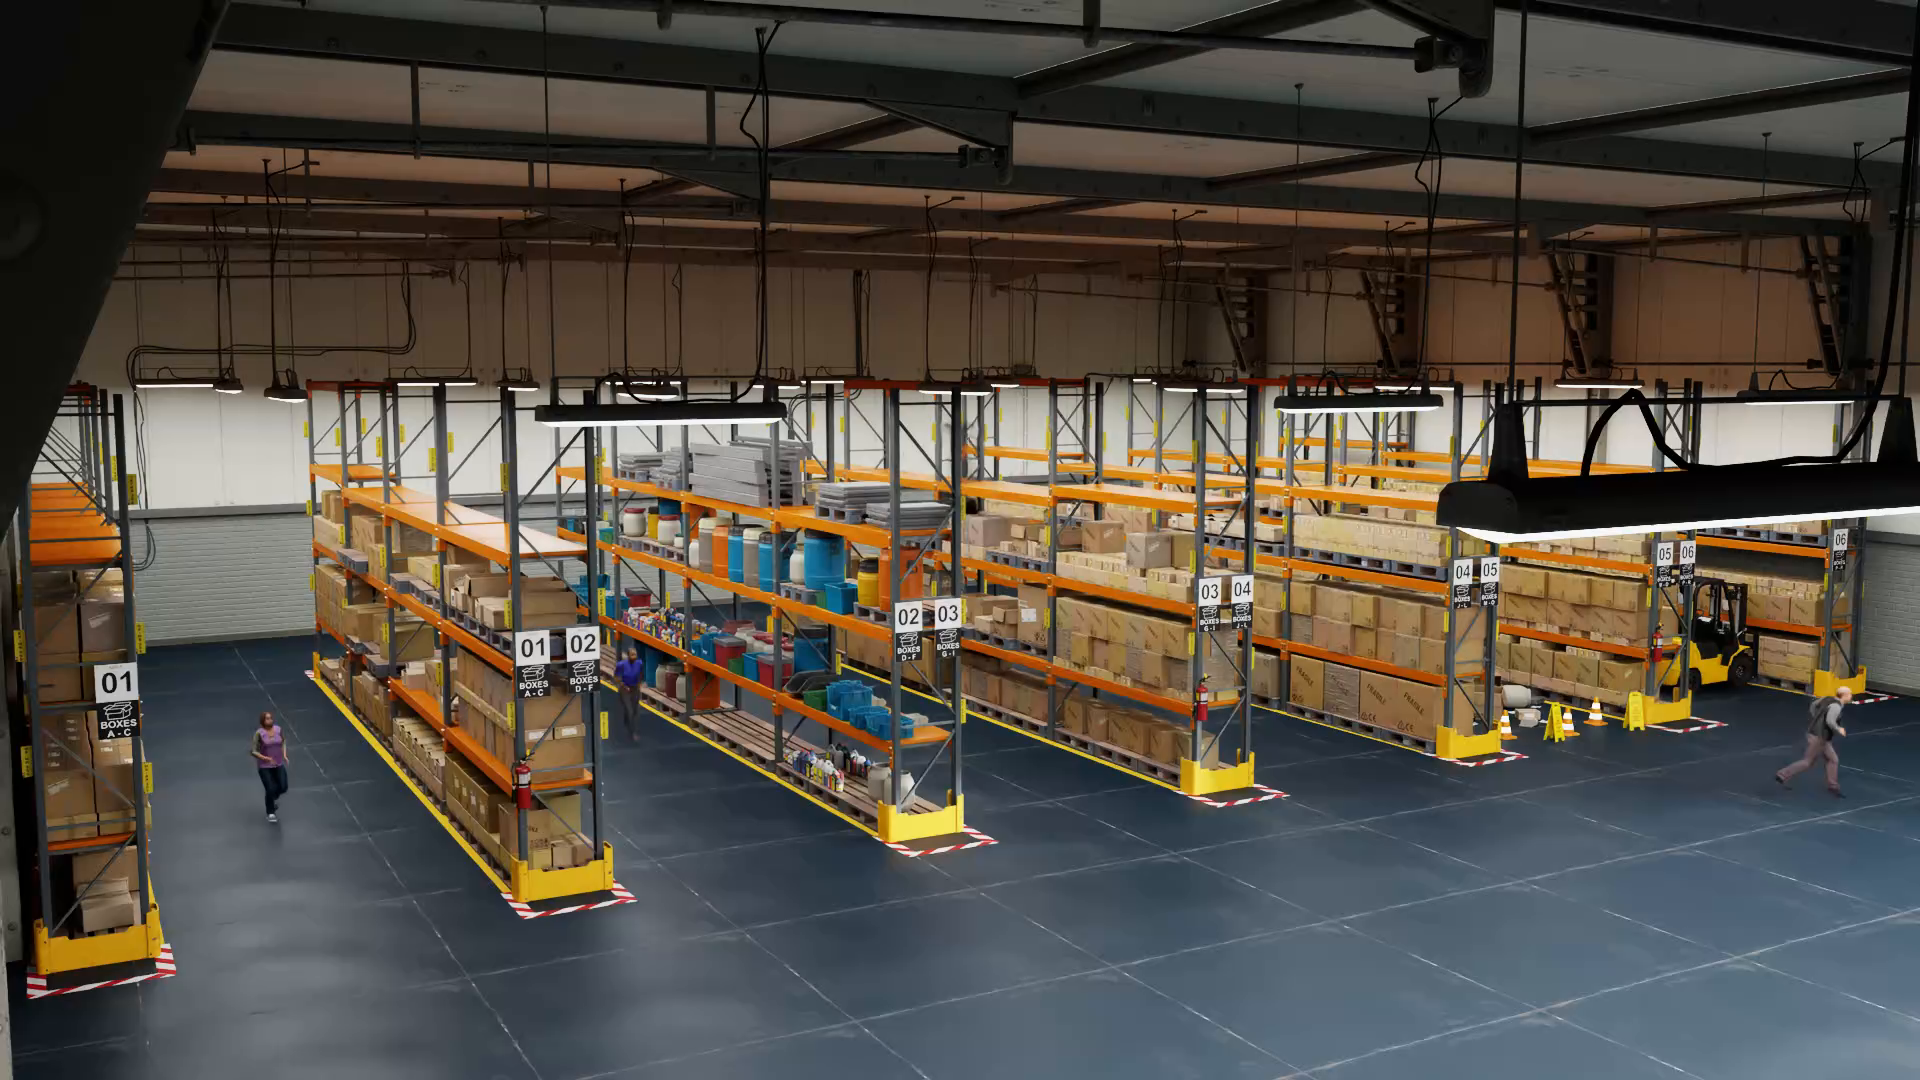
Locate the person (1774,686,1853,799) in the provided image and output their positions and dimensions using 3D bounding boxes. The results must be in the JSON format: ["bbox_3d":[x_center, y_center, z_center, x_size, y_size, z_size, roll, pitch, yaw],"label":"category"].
[{"bbox_3d":[12.484,2.949,24.341,1.009,1.680,0.697,1,6,12],"label":"person"}]

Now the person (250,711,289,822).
[{"bbox_3d":[-9.501,3.124,22.952,0.532,1.551,0.553,-6,8,-42],"label":"person"}]

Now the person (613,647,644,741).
[{"bbox_3d":[-5.621,2.566,28.141,0.548,1.605,0.775,-3,7,-26],"label":"person"}]
